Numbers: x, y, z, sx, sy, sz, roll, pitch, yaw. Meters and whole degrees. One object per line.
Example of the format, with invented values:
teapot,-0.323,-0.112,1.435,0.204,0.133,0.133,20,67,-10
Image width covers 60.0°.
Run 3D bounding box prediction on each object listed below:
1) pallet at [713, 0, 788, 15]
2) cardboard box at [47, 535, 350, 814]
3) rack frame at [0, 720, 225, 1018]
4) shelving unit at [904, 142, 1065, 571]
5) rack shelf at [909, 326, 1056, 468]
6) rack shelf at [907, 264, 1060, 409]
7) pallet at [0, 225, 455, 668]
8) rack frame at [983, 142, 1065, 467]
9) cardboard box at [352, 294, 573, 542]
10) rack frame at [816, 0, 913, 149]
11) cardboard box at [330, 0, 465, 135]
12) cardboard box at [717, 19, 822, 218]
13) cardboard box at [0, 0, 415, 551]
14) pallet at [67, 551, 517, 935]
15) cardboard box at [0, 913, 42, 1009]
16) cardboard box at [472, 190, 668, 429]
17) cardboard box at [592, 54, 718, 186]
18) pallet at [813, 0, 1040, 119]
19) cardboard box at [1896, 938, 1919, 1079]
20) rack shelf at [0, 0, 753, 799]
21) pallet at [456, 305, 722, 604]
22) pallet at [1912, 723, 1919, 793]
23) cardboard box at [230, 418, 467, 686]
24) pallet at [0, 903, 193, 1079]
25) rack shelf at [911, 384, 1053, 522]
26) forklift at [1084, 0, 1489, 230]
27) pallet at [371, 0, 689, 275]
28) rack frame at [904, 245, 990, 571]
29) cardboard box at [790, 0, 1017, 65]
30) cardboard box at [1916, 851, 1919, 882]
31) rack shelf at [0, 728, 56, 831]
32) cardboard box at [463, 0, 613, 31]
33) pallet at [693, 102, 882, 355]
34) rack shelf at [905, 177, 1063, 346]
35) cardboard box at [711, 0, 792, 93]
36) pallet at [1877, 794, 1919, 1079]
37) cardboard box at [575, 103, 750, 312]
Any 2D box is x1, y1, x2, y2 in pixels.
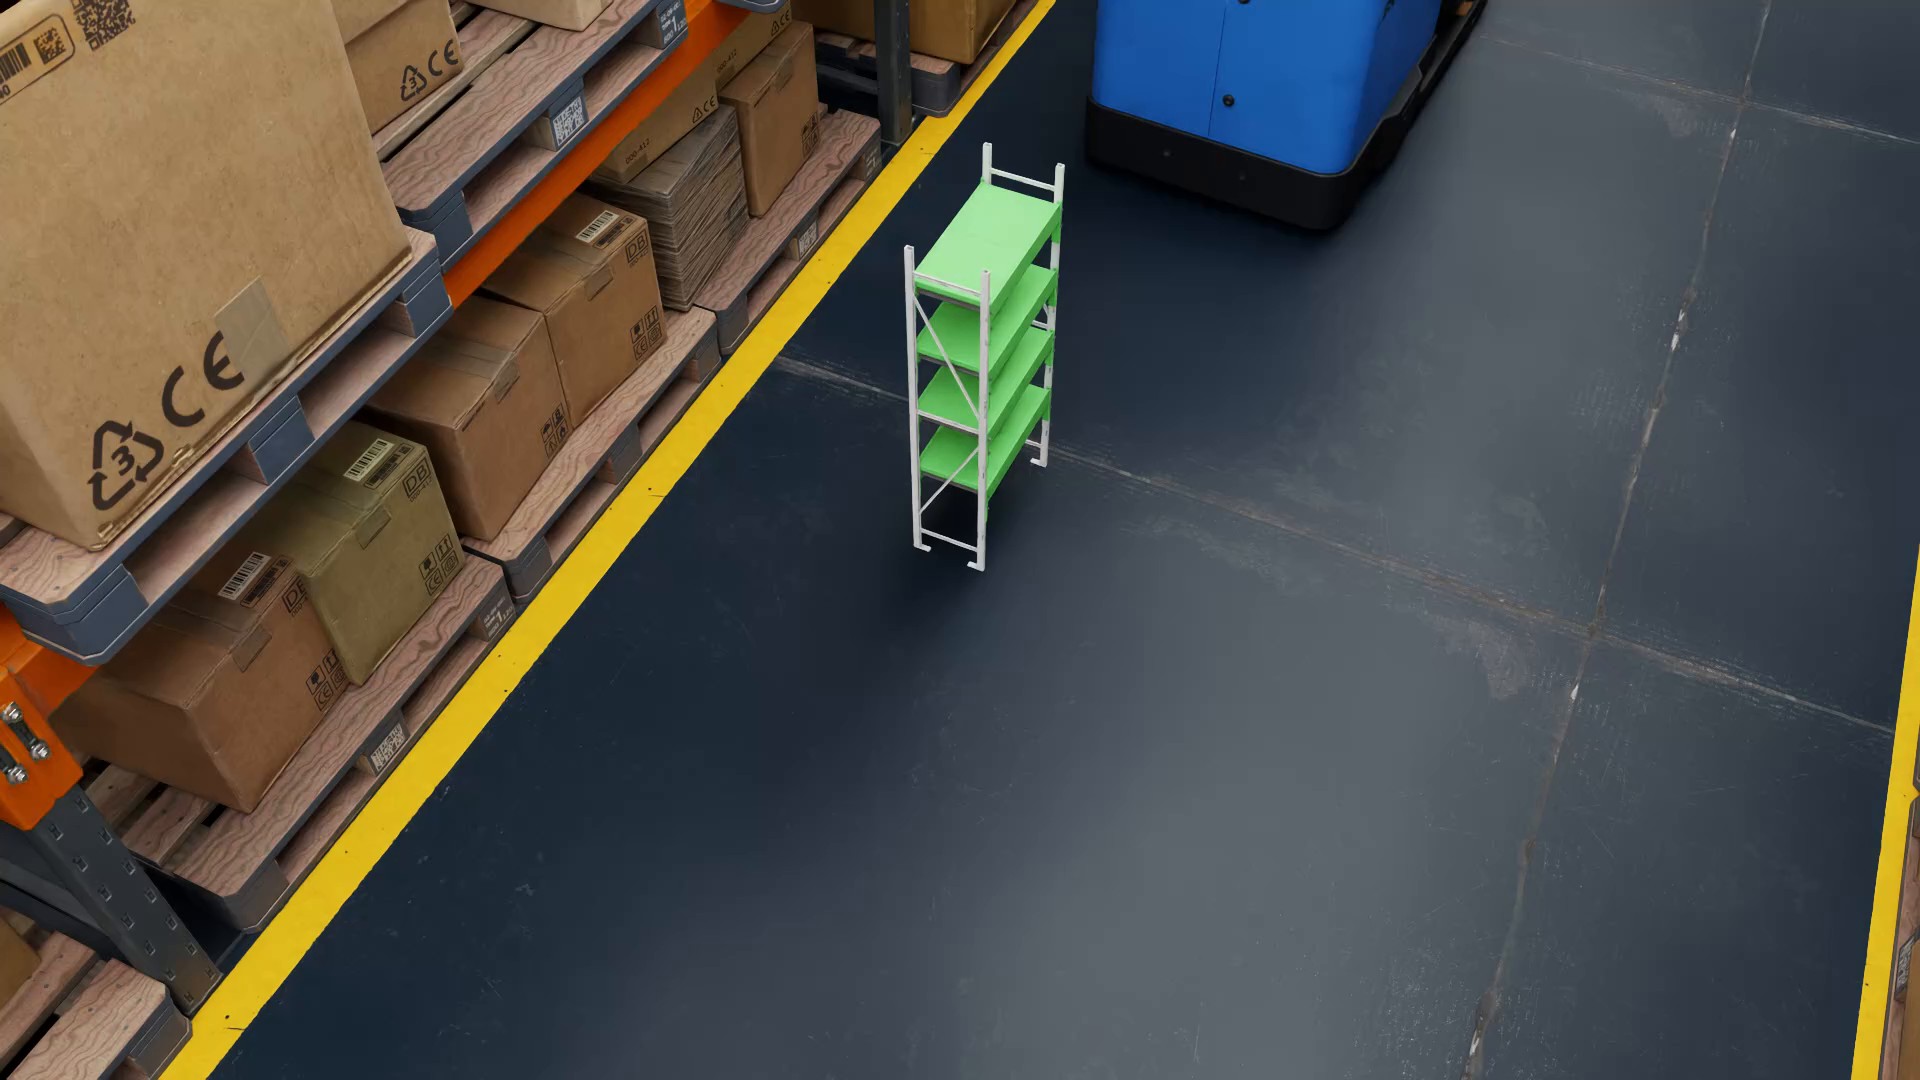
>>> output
pallet,-0.874,-2.132,5.220,1.213,0.211,1.003,20,52,16
cardboard box,-2.093,0.287,4.389,0.700,0.500,0.500,16,52,13
rack frame,-2.375,0.035,3.251,1.000,3.000,0.127,20,52,16
shelving unit,0.071,-0.503,4.890,0.258,1.200,0.503,20,52,16
rack shelf,0.071,-0.461,4.939,0.258,0.148,0.480,20,52,16
rack shelf,0.071,-0.617,4.756,0.258,0.148,0.480,20,52,16
pallet,-1.917,-0.382,3.731,1.003,0.211,1.213,20,52,16
rack frame,0.175,-0.671,5.033,0.240,1.200,0.015,20,52,16
cardboard box,-1.634,-0.421,4.991,0.700,0.500,0.500,16,51,13
rack frame,-0.666,-2.719,5.594,1.000,3.000,0.127,20,52,16
cardboard box,-1.718,-1.358,4.093,0.797,0.503,0.637,25,54,20
cardboard box,-0.934,-1.584,5.981,0.700,0.500,0.500,17,52,14
cardboard box,-1.909,-0.797,3.289,1.000,1.000,1.000,20,53,16
pallet,-2.044,0.402,4.769,1.003,0.211,1.213,20,52,16
cardboard box,-2.582,0.971,3.819,0.500,0.500,0.500,18,52,15
cardboard box,-1.395,-0.805,5.318,0.700,0.500,0.500,24,54,19
cardboard box,-1.142,-1.455,5.379,0.500,0.250,0.500,25,54,20
pallet,-0.261,-2.334,7.098,1.003,0.211,1.213,20,52,16
cardboard box,2.666,1.192,3.468,1.050,0.750,0.750,20,52,16
rack shelf,-1.520,-1.109,4.697,1.077,0.370,4.000,20,52,16
pallet,-1.524,-0.441,5.487,1.003,0.211,1.213,20,52,16
pallet,3.370,0.386,4.783,1.003,0.211,1.213,20,52,16
cardboard box,-1.872,-0.036,4.663,0.700,0.500,0.500,20,52,16
pallet,-2.630,1.413,3.909,1.003,0.211,1.213,20,52,16
rack shelf,0.071,-0.306,5.121,0.258,0.148,0.480,20,52,16
forklift,1.629,-3.220,6.066,1.130,2.935,3.031,23,53,18
pallet,-1.475,-1.281,4.496,1.003,0.211,1.213,20,52,16
rack frame,-0.034,-0.335,4.747,0.240,1.200,0.015,20,52,16
cardboard box,-0.352,-2.635,6.642,1.225,0.875,0.875,18,52,14
cardboard box,3.064,0.550,4.014,1.050,0.750,0.750,21,53,17
rack shelf,-3.229,1.645,2.353,1.077,0.370,4.000,20,52,16
cardboard box,-1.134,-1.576,4.434,0.396,0.266,0.258,18,52,15
pallet,-1.001,-1.278,6.199,1.003,0.211,1.213,20,52,16
rack shelf,0.071,-0.772,4.573,0.258,0.148,0.480,20,52,16
cardboard box,-0.925,-1.824,5.692,0.500,0.250,0.500,22,53,18
pallet,2.848,1.223,4.071,1.003,0.211,1.213,20,52,16
cardboard box,-1.160,-1.198,5.652,0.700,0.500,0.500,16,51,13
